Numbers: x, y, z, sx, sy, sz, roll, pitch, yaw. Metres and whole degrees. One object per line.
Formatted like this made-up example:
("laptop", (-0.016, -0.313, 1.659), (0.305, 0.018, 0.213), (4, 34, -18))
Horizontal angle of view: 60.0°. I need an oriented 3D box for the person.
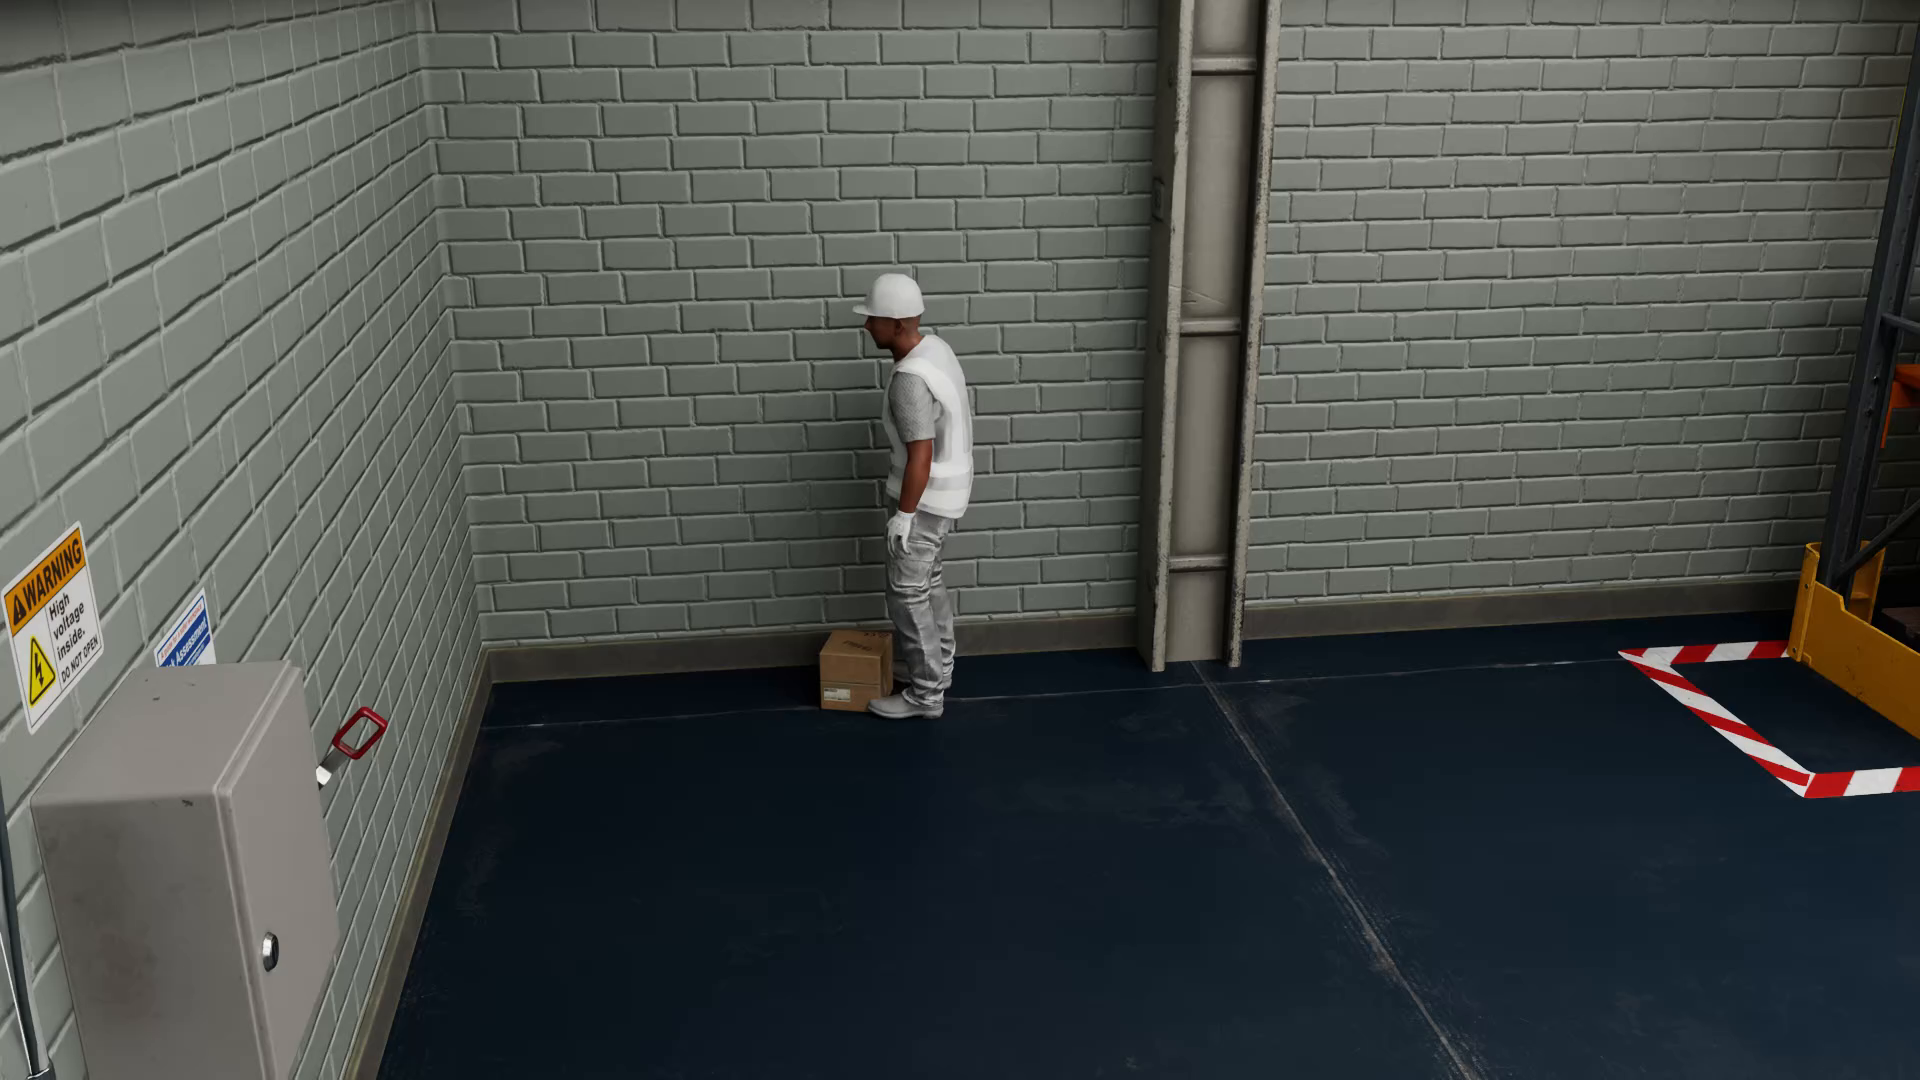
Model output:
("person", (-0.178, -0.165, 6.517), (0.451, 1.773, 0.623), (2, 20, 7))
